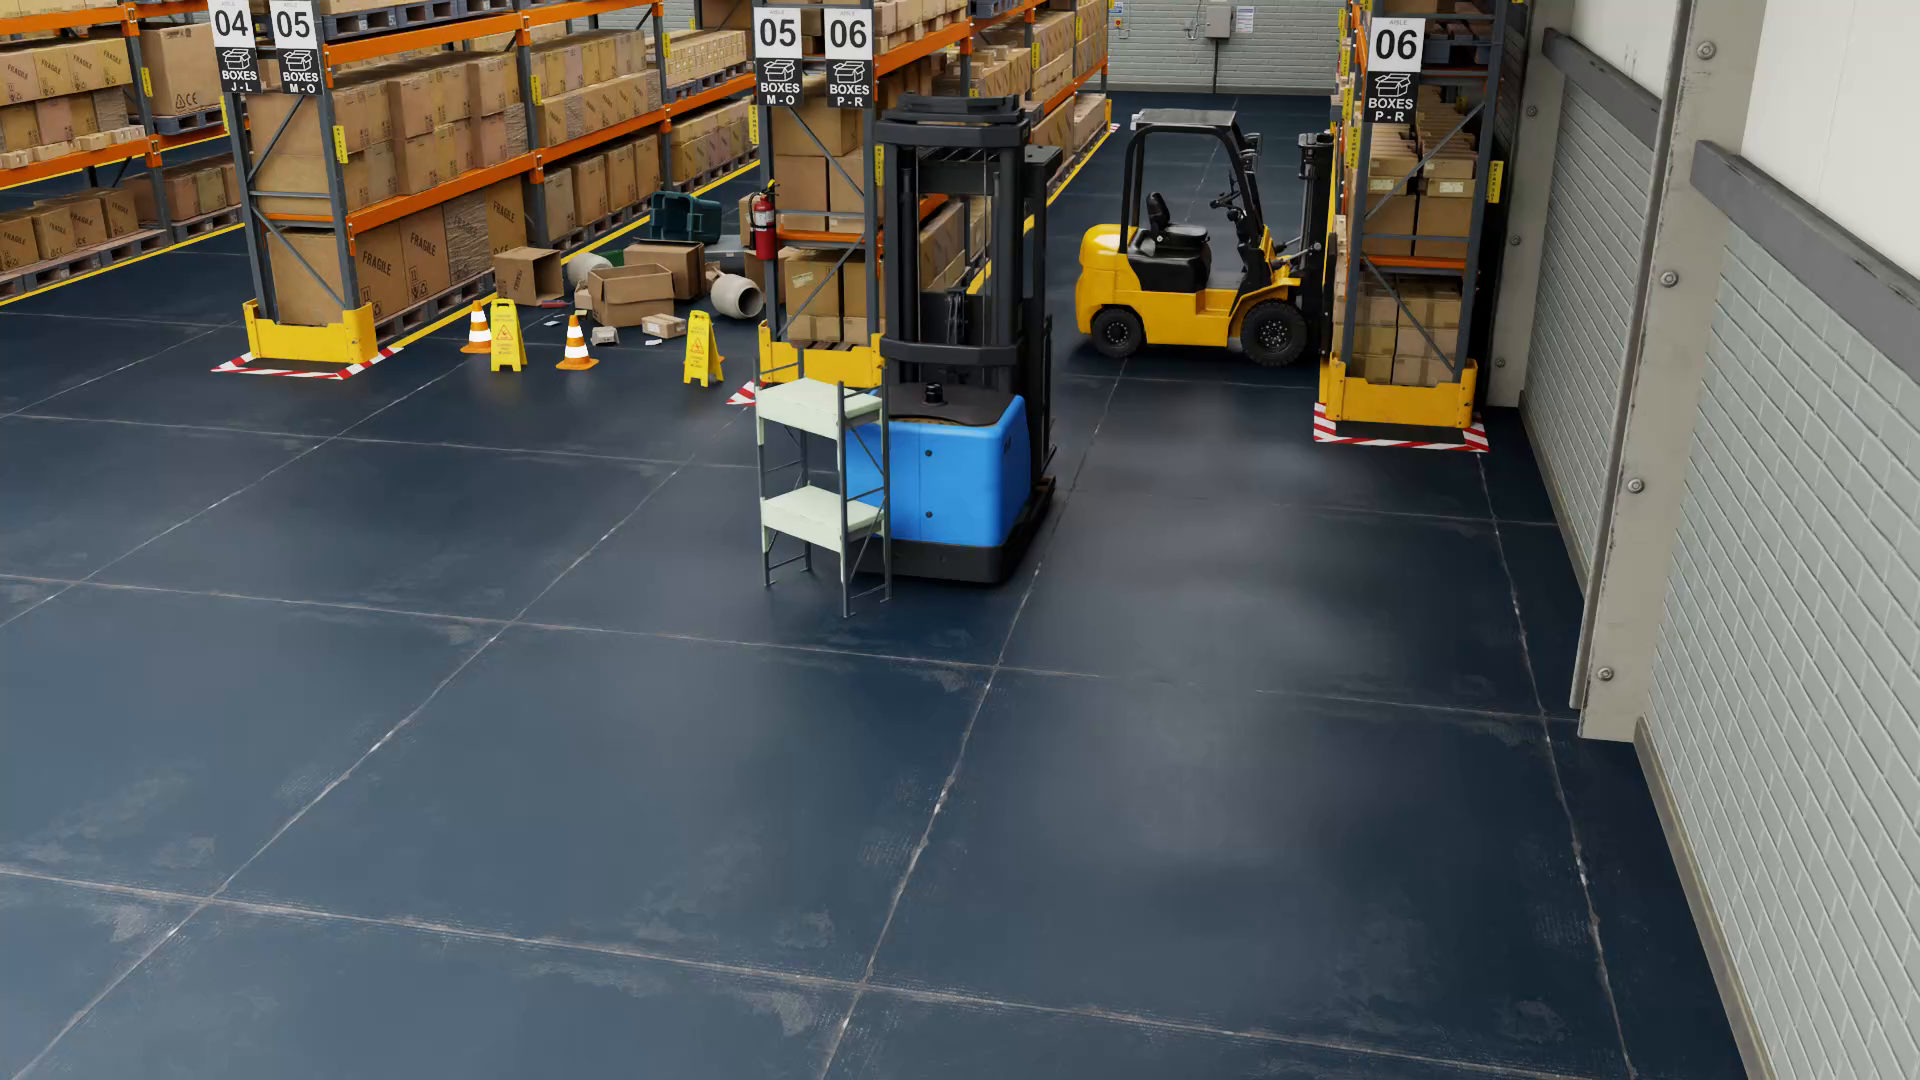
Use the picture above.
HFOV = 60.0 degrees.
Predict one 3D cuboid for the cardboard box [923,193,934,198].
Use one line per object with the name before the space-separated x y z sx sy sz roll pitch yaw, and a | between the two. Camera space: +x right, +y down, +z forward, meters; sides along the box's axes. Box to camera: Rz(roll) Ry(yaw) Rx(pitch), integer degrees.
cardboard box | -0.459 -3.442 16.222 0.380 0.149 0.250 5 22 11

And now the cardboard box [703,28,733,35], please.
cardboard box | -3.801 -7.909 26.443 0.500 0.500 0.500 4 22 11

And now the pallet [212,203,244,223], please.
pallet | -9.686 -4.454 22.130 1.003 0.211 1.213 4 22 11

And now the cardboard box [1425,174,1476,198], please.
cardboard box | 3.978 -2.871 13.466 0.380 0.149 0.250 4 22 10

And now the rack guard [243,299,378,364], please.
rack guard | -6.077 -1.969 15.573 1.175 0.500 0.348 4 22 11

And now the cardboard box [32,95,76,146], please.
cardboard box | -10.383 -4.669 18.399 0.875 0.500 0.500 4 22 11

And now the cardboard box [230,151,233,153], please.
cardboard box | -9.492 -5.072 22.690 0.700 0.500 0.500 3 22 6

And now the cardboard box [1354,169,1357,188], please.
cardboard box | 3.474 -3.011 13.812 0.380 0.149 0.250 5 22 12

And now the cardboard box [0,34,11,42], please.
cardboard box | -17.579 -9.280 30.246 0.500 0.500 0.500 4 22 11

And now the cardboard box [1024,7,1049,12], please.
cardboard box | 1.069 -7.889 25.455 0.500 0.500 0.500 4 22 10

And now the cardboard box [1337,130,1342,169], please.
cardboard box | 5.784 -5.684 24.235 0.500 0.500 0.500 5 23 13

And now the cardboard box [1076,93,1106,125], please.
cardboard box | 2.023 -7.406 28.594 0.875 0.438 0.875 4 22 9

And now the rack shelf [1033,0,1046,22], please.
rack shelf | 0.835 -7.512 22.938 1.077 0.370 4.000 4 22 11

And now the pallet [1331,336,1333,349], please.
pallet | 4.021 -1.854 15.674 1.003 0.211 1.213 4 22 11

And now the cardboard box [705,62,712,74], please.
cardboard box | -3.828 -6.870 24.170 0.380 0.149 0.250 4 22 9

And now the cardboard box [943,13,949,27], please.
cardboard box | -0.321 -5.215 16.608 0.380 0.149 0.250 5 22 11

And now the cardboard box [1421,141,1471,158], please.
cardboard box | 4.124 -3.292 14.111 0.380 0.149 0.250 5 22 11

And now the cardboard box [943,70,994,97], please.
cardboard box | 0.089 -4.972 18.589 0.500 0.500 0.500 5 22 11

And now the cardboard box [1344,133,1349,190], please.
cardboard box | 4.125 -3.787 16.607 0.500 0.500 0.500 4 22 9

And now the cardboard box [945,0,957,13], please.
cardboard box | -0.318 -5.353 16.416 0.500 0.250 0.500 4 22 10

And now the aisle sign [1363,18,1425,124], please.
aisle sign | 3.354 -3.624 12.857 0.394 0.787 0.004 4 22 11

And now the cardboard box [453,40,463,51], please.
cardboard box | -8.286 -7.795 26.560 0.500 0.500 0.500 5 22 11

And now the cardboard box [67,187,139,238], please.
cardboard box | -10.211 -3.907 19.824 0.500 0.500 0.500 4 22 9

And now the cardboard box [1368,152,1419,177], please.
cardboard box | 3.521 -3.052 13.516 0.380 0.149 0.250 5 22 11

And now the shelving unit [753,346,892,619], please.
shelving unit | -0.841 -0.365 10.252 0.755 1.500 0.431 19 28 38

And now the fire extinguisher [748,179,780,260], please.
fire extinguisher | -1.680 -2.754 14.280 0.296 0.674 0.183 4 22 11

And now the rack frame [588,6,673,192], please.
rack frame | -4.439 -6.063 22.393 1.000 3.000 0.127 4 22 11

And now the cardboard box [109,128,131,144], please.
cardboard box | -9.907 -4.707 19.362 0.380 0.149 0.250 4 22 11

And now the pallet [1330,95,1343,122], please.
pallet | 5.357 -5.510 21.276 1.213 0.211 1.003 4 22 11

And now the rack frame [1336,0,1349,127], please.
rack frame | 6.919 -8.271 27.876 1.000 3.000 0.127 4 22 11

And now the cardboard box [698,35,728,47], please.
cardboard box | -3.676 -7.430 24.764 0.380 0.149 0.250 4 22 11

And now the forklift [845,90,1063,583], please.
forklift | 0.080 -1.609 11.426 1.130 2.935 3.031 5 22 12

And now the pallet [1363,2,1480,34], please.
pallet | 4.322 -4.919 15.656 1.003 0.211 1.213 4 22 11

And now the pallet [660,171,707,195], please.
pallet | -4.279 -5.055 23.623 1.003 0.211 1.213 4 22 11

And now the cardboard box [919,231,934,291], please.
cardboard box | -0.553 -2.721 16.209 0.500 0.500 0.500 5 22 12

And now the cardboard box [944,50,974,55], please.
cardboard box | 0.009 -5.764 20.555 0.500 0.500 0.500 6 23 14

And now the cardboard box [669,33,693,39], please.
cardboard box | -4.260 -7.575 25.125 0.380 0.149 0.250 5 22 11

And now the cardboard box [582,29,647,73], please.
cardboard box | -4.541 -6.410 21.781 0.700 0.500 0.500 4 22 11

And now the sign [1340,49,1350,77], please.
sign | 4.754 -5.884 20.504 0.100 0.325 0.005 4 22 11

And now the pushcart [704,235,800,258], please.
pushcart | -2.631 -3.199 18.791 1.648 0.377 0.936 -3 22 -8

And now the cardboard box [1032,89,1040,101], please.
cardboard box | 0.773 -5.813 21.972 0.500 0.250 0.500 4 22 10

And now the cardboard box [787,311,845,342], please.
cardboard box | -1.299 -2.041 15.525 0.500 0.250 0.500 4 22 11

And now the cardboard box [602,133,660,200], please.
cardboard box | -4.652 -4.998 22.198 1.050 0.750 0.750 4 22 10

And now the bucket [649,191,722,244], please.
bucket | -3.026 -3.561 18.528 0.726 0.611 0.620 13 15 29

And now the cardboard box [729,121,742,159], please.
cardboard box | -3.633 -6.084 25.228 0.500 0.500 0.500 4 22 10

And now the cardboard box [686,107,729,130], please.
cardboard box | -3.740 -6.236 24.602 0.500 0.250 0.500 3 22 9

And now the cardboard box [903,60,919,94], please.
cardboard box | -0.817 -4.578 16.836 0.700 0.500 0.500 5 22 11

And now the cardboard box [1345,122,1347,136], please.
cardboard box | 4.752 -4.760 19.358 0.500 0.250 0.500 4 22 9

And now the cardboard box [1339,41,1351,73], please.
cardboard box | 5.680 -6.700 23.279 0.700 0.500 0.500 5 22 12

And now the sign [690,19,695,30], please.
sign | -4.156 -7.966 25.959 0.100 0.325 0.005 4 22 11

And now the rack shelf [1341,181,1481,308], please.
rack shelf | 4.063 -2.818 15.297 1.077 0.370 4.000 4 22 11

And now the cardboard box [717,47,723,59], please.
cardboard box | -3.723 -7.199 24.590 0.380 0.149 0.250 3 22 8

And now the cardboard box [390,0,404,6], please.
cardboard box | -5.482 -5.123 15.685 0.380 0.149 0.250 5 22 11

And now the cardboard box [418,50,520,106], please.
cardboard box | -5.365 -5.038 18.202 0.875 0.550 0.550 4 22 11

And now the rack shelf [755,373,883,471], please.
rack shelf | -0.841 -0.727 10.107 0.720 0.370 0.431 19 28 38

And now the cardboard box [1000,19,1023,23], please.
cardboard box | 0.591 -6.996 23.236 0.500 0.500 0.500 4 22 10

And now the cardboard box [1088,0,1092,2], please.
cardboard box | 1.891 -8.648 26.470 0.380 0.149 0.250 5 22 11
